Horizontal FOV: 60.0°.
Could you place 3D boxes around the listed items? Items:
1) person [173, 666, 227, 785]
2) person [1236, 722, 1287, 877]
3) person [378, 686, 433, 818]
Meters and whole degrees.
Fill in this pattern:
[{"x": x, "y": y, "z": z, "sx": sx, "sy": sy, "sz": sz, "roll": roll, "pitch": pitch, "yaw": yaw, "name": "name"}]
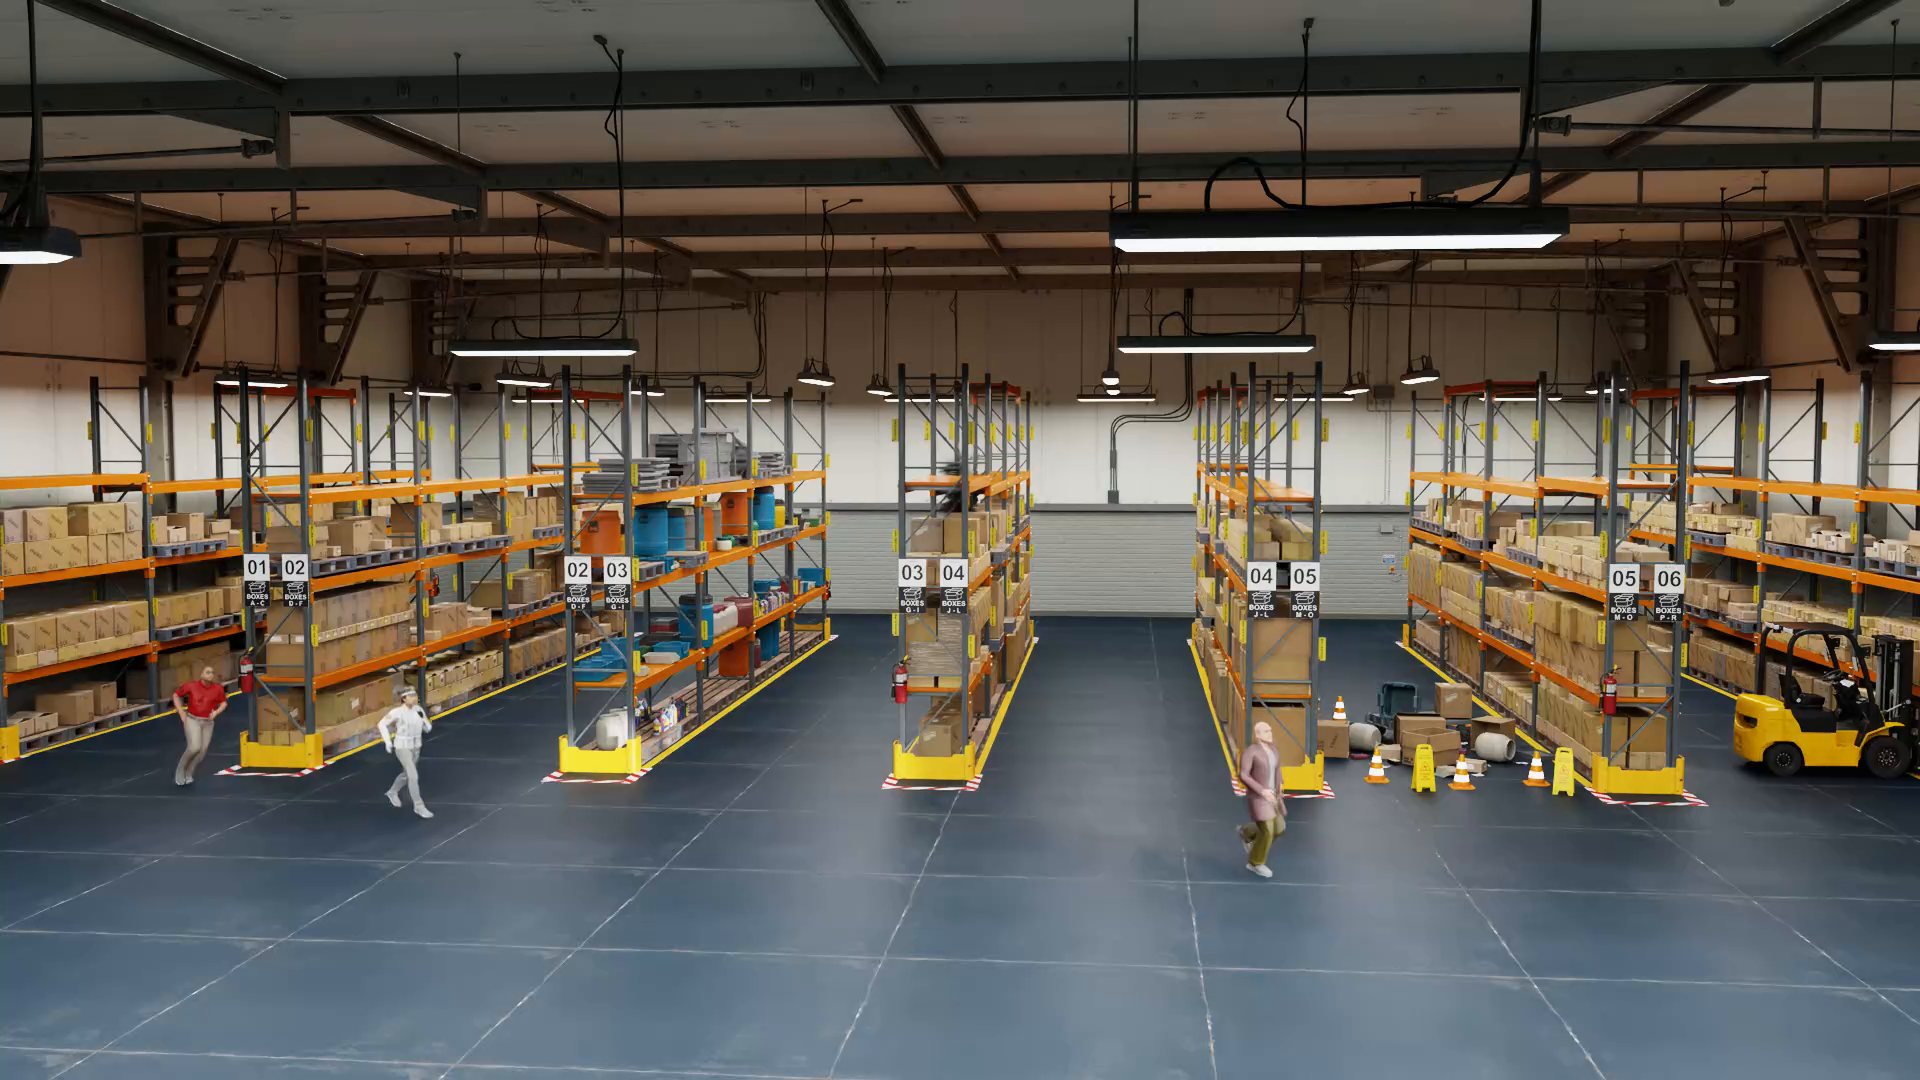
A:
[{"x": -10.836, "y": 2.637, "z": 23.759, "sx": 0.615, "sy": 1.676, "sz": 0.712, "roll": 3, "pitch": 5, "yaw": 42, "name": "person"}, {"x": 3.424, "y": 2.930, "z": 18.935, "sx": 0.736, "sy": 1.751, "sz": 0.702, "roll": -3, "pitch": 5, "yaw": -39, "name": "person"}, {"x": -7.230, "y": 2.738, "z": 21.737, "sx": 0.926, "sy": 1.694, "sz": 0.581, "roll": 2, "pitch": 4, "yaw": 31, "name": "person"}]
